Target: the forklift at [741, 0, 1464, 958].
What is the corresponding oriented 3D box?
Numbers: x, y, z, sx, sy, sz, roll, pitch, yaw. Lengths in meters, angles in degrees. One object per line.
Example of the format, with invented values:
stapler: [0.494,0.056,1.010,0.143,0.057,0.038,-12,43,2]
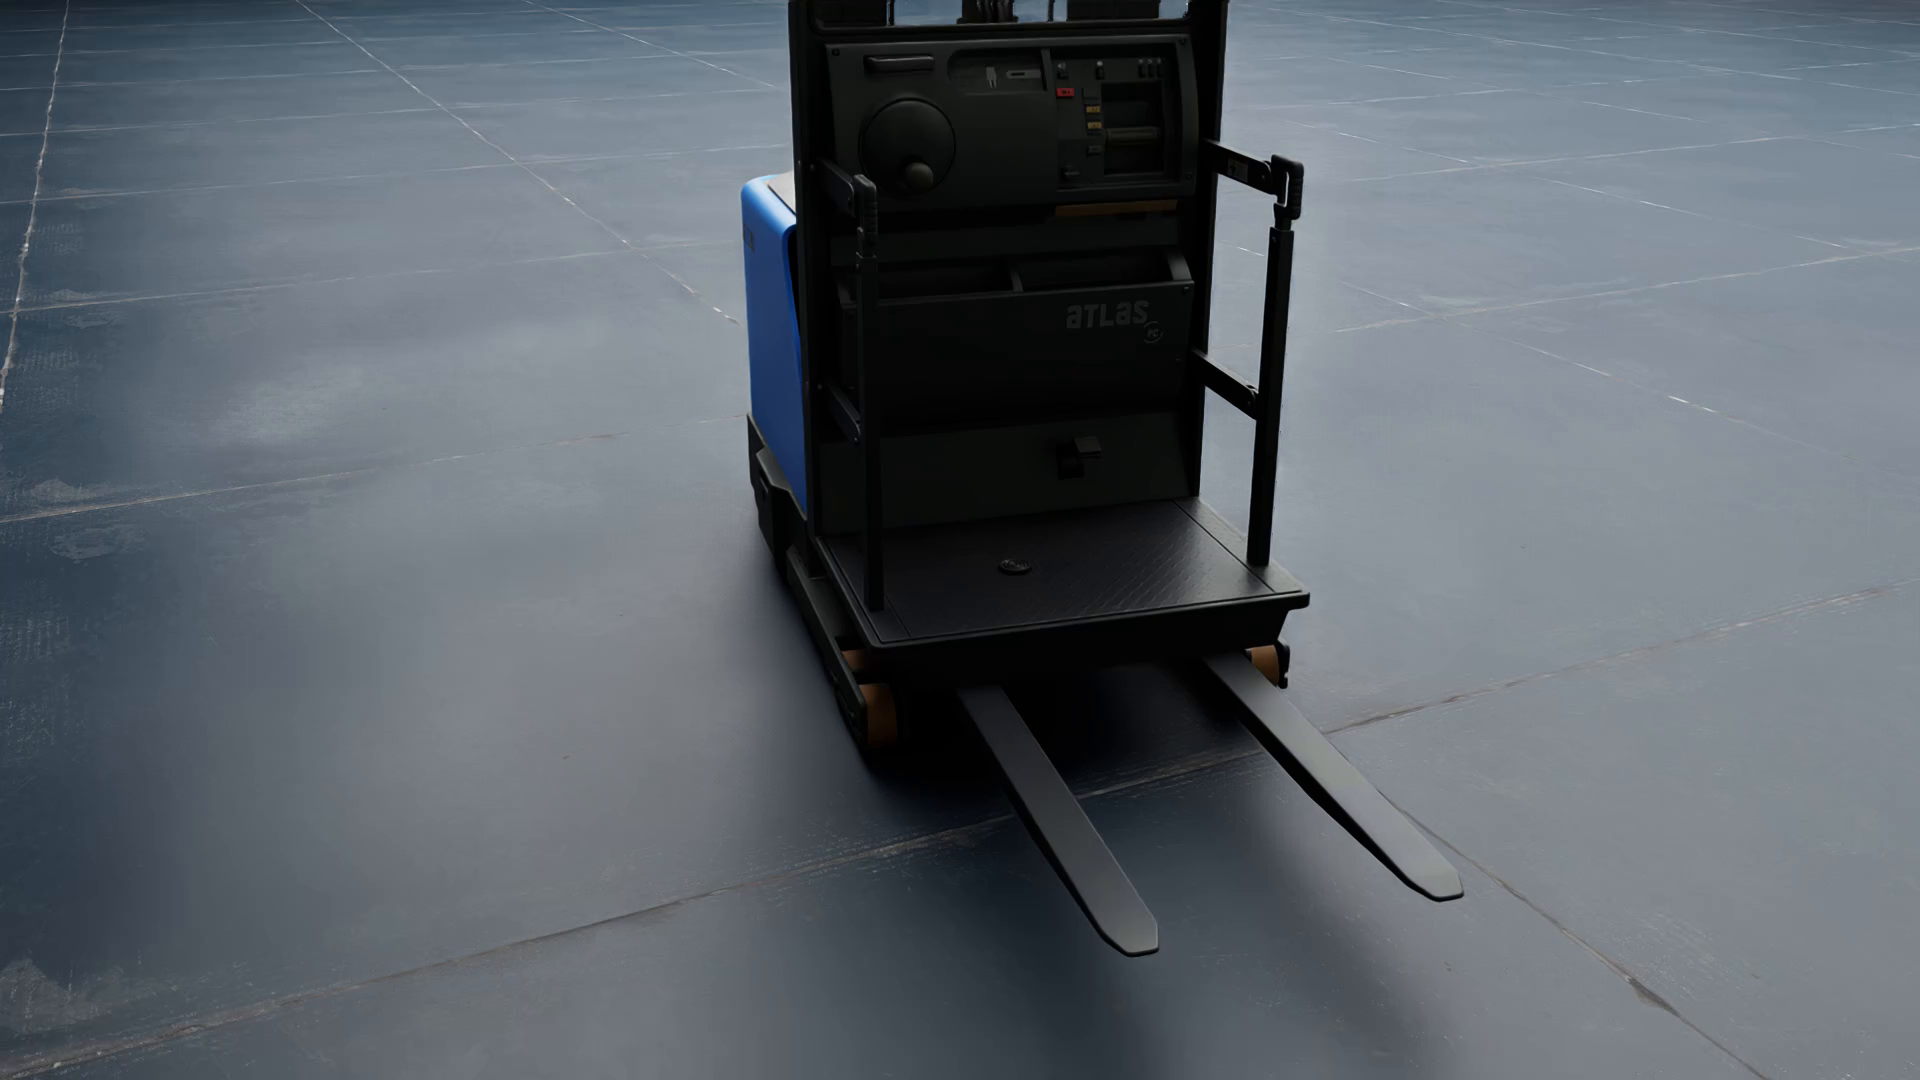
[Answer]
forklift: [0.199,-1.013,3.864,1.130,2.935,3.031,-6,23,-15]
